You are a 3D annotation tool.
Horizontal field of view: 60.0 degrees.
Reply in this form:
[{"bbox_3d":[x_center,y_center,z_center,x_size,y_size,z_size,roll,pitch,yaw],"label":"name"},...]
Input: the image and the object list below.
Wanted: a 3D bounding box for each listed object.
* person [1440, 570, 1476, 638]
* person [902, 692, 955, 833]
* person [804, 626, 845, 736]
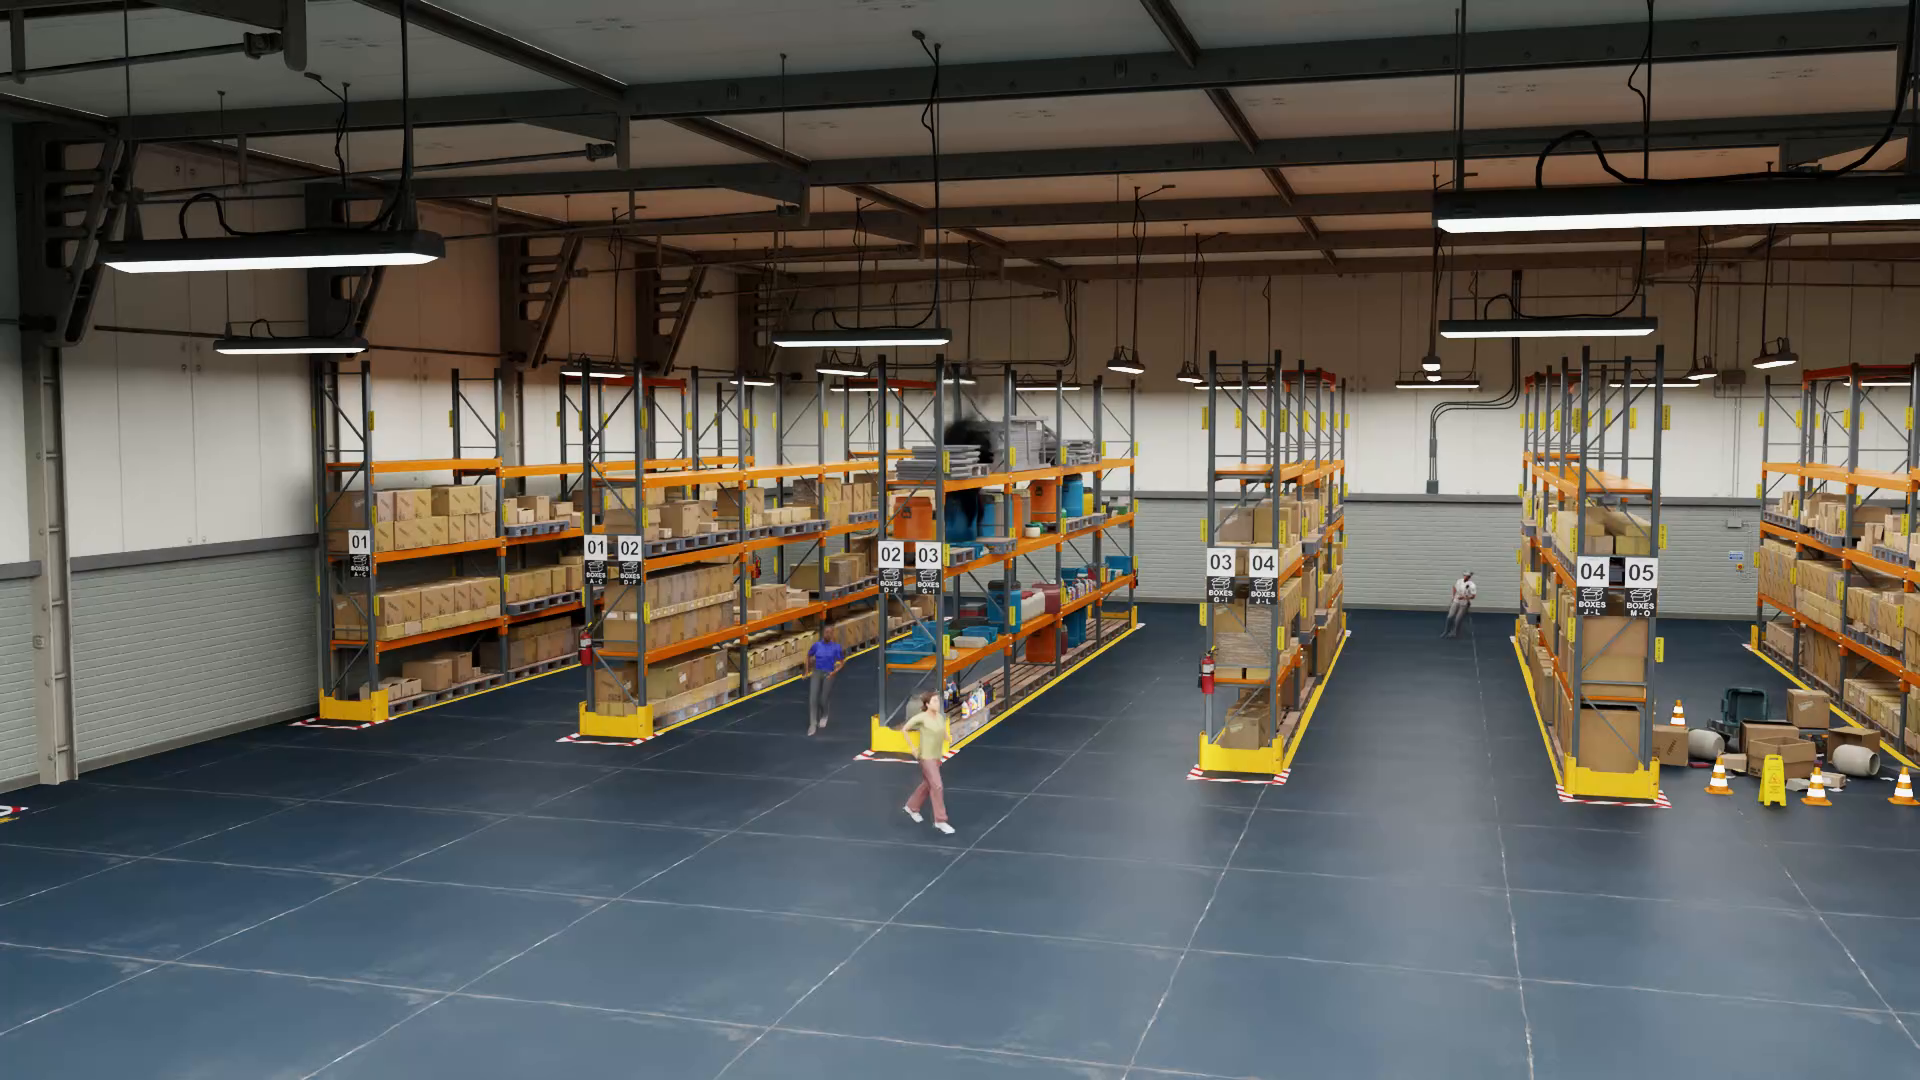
[{"bbox_3d":[11.477,1.480,38.261,0.778,1.645,0.619,3,5,36],"label":"person"},{"bbox_3d":[-0.364,2.688,20.388,0.882,1.680,0.578,3,5,38],"label":"person"},{"bbox_3d":[-2.066,2.133,25.323,0.616,1.615,0.629,0,4,7],"label":"person"}]
